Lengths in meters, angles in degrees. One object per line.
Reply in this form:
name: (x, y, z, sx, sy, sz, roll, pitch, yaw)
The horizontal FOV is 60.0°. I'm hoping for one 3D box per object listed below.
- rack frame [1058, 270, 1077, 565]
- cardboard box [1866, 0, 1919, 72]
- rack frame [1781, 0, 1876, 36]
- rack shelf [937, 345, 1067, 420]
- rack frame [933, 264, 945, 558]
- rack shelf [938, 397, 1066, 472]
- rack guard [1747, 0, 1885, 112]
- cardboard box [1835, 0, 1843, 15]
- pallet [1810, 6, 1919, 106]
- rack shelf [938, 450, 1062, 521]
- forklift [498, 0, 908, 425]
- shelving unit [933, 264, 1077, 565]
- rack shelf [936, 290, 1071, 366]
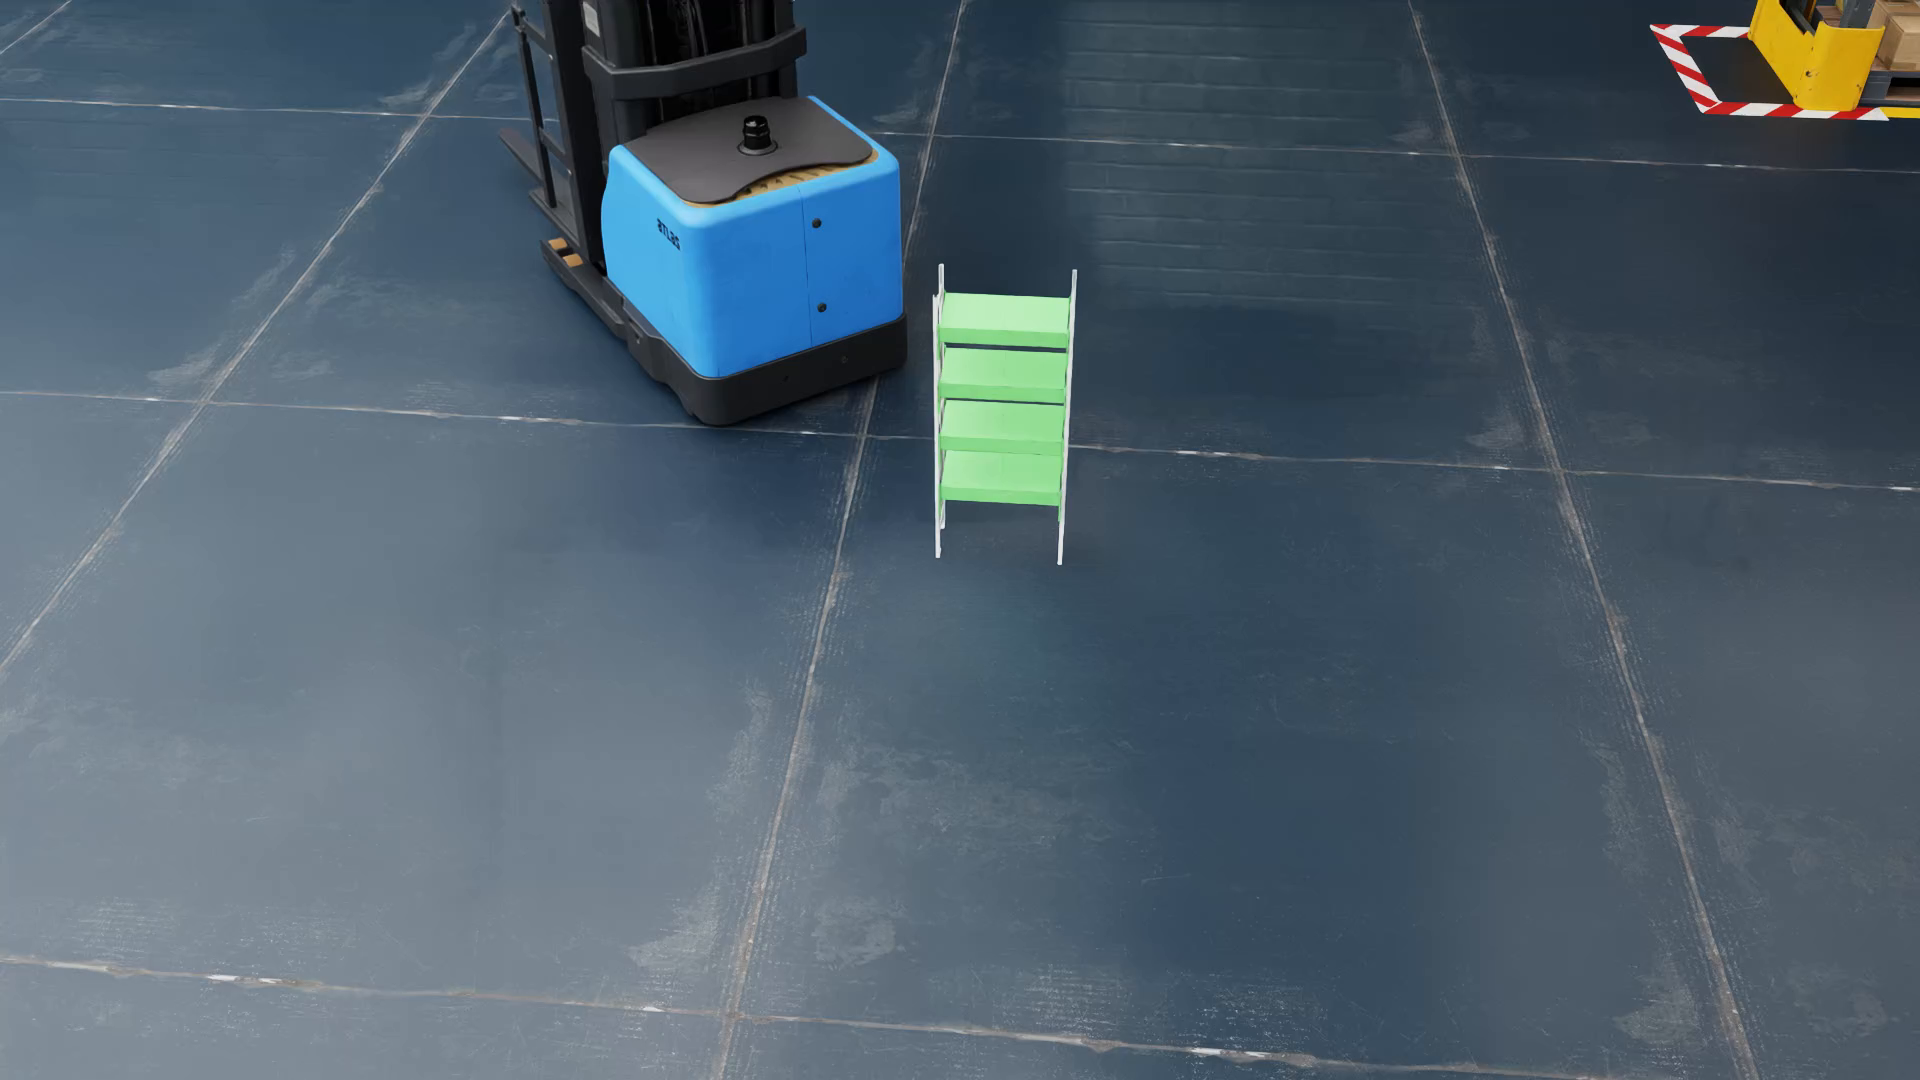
rack frame: (0.408, -0.443, 6.344, 0.015, 1.200, 0.240, 3, 39, 4)
cardboard box: (5.756, -3.007, 9.913, 0.500, 0.250, 0.500, 3, 39, 4)
rack frame: (5.241, -4.079, 9.386, 0.127, 3.000, 1.000, 3, 39, 4)
rack shelf: (0.165, -0.593, 6.249, 0.480, 0.148, 0.258, 3, 39, 4)
rack frame: (-0.078, -0.470, 6.376, 0.015, 1.200, 0.240, 3, 39, 4)
rack shelf: (0.165, -0.407, 6.400, 0.480, 0.148, 0.258, 3, 39, 4)
rack guard: (5.217, -3.111, 10.176, 0.348, 0.500, 1.175, 3, 39, 4)
cardboard box: (5.801, -3.332, 10.313, 0.500, 0.250, 0.500, 3, 39, 4)
pallet: (6.006, -2.983, 10.247, 1.213, 0.211, 1.003, 3, 39, 4)
rack shelf: (0.165, -0.221, 6.552, 0.480, 0.148, 0.258, 3, 39, 4)
forklift: (-1.457, -2.538, 7.546, 1.130, 2.935, 3.031, -22, 44, -25)
shelving unit: (0.165, -0.456, 6.360, 0.503, 1.200, 0.258, 3, 39, 4)
rack shelf: (0.165, -0.779, 6.097, 0.480, 0.148, 0.258, 3, 39, 4)
